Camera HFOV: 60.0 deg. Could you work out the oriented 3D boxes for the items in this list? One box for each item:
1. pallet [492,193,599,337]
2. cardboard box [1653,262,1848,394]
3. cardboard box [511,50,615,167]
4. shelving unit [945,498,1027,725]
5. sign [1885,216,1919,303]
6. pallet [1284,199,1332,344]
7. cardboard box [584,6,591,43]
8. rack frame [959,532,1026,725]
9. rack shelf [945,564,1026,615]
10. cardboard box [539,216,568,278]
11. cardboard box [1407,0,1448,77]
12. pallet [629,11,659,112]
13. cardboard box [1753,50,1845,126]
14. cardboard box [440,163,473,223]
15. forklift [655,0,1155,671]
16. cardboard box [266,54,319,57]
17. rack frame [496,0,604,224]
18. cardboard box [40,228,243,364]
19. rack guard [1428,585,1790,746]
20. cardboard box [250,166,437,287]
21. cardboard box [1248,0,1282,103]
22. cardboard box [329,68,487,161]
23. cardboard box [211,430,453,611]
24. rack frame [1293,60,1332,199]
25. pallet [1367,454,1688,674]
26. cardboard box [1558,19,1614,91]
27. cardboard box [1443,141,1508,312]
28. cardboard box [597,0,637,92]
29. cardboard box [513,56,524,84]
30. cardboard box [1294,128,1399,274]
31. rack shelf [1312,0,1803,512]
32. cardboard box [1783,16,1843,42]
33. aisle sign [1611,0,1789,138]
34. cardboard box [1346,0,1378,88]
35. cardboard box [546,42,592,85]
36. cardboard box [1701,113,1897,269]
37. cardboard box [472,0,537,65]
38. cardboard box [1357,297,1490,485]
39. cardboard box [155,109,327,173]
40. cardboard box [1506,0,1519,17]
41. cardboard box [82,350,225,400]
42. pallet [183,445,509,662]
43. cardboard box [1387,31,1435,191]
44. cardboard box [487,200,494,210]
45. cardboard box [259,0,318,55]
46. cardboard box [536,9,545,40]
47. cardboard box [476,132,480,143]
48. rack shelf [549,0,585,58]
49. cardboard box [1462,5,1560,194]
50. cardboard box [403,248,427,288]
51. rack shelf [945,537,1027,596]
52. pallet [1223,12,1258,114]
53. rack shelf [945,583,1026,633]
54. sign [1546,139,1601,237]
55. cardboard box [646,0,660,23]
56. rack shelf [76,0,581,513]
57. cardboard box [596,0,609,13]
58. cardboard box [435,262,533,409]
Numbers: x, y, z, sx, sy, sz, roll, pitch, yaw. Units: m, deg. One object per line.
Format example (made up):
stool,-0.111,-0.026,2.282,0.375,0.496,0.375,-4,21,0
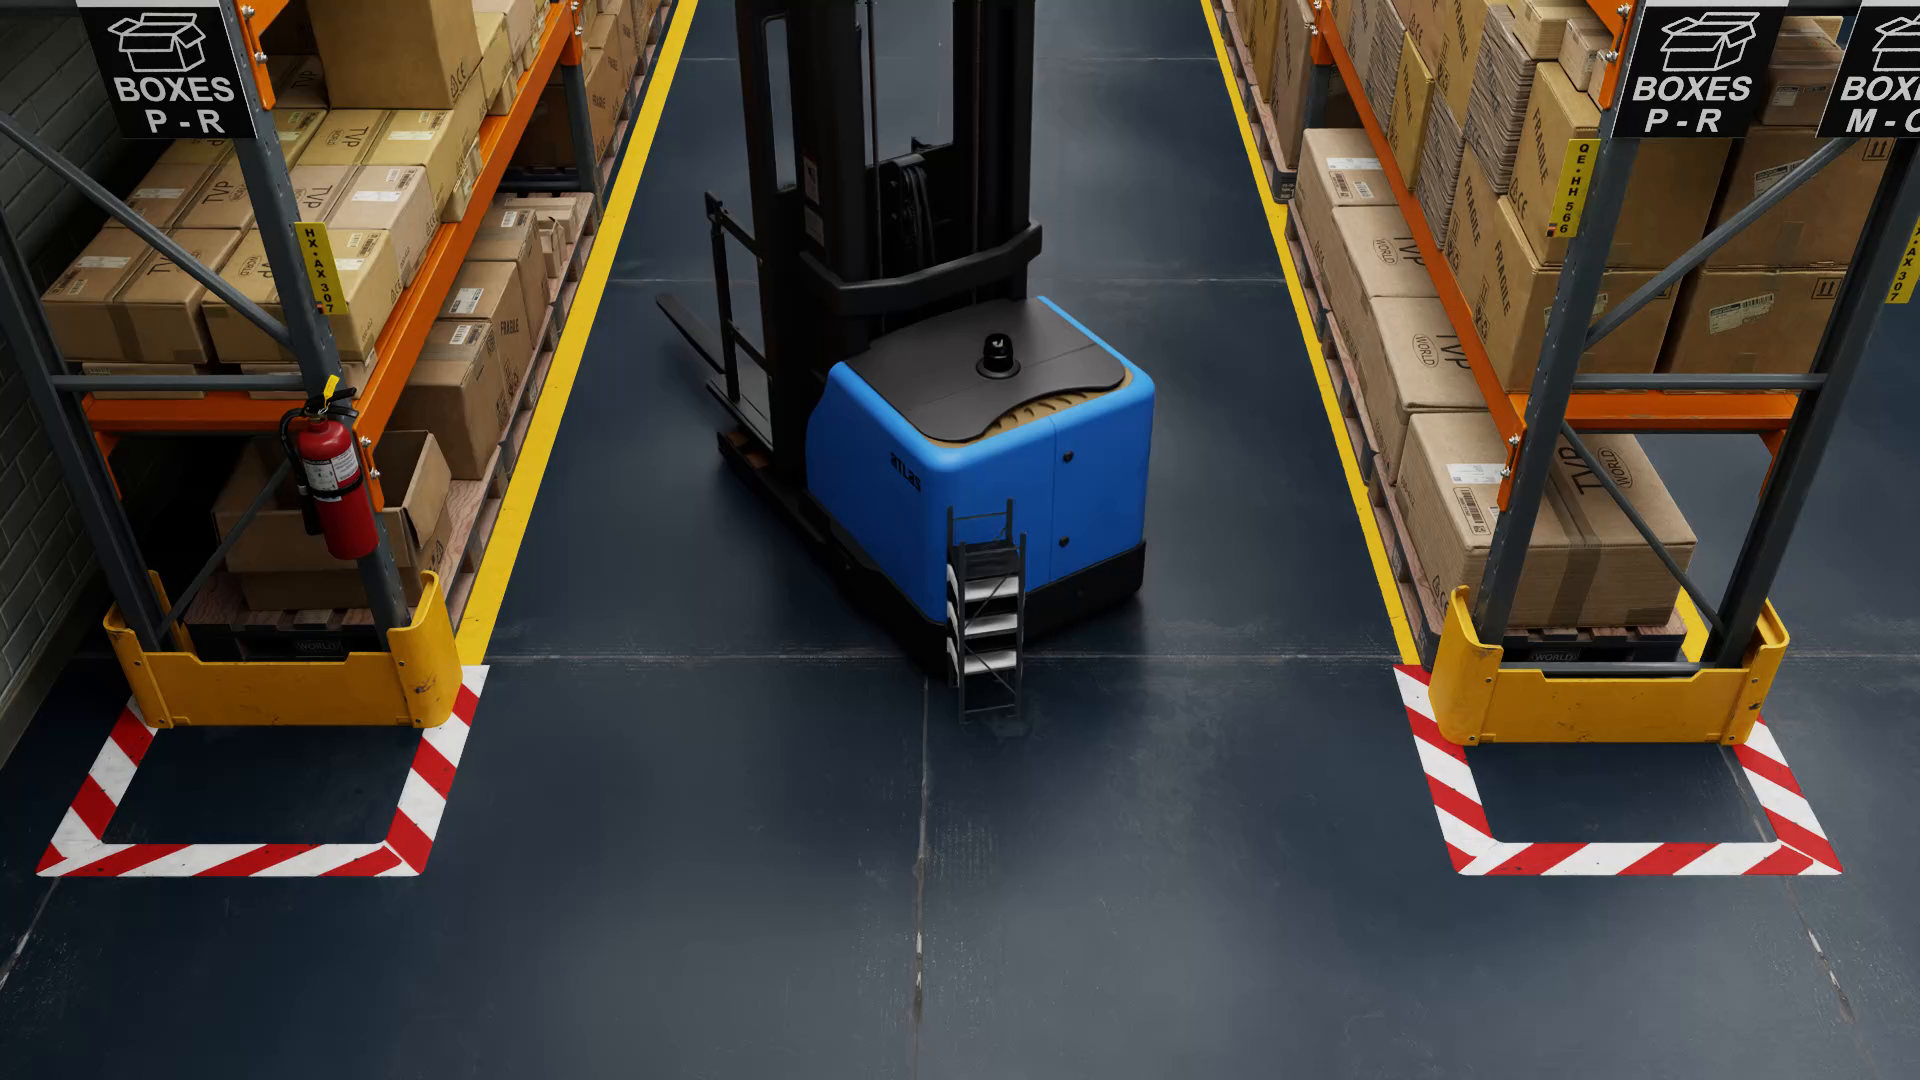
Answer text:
pallet,-2.554,-1.495,8.947,1.003,0.211,1.213,0,39,0
cardboard box,2.701,-0.857,5.841,0.500,0.500,0.500,0,39,0
cardboard box,-2.329,-2.504,9.639,0.500,0.500,0.500,2,39,2
shelving unit,0.092,0.279,6.182,0.258,0.900,0.210,-8,39,-9
sign,2.970,-0.883,5.197,0.100,0.325,0.005,0,39,0
pallet,2.333,-1.455,8.897,1.003,0.211,1.213,0,39,0
cardboard box,-2.377,-3.013,9.755,0.380,0.149,0.250,-2,39,-2
rack frame,0.114,0.341,6.104,0.240,0.900,0.006,-8,39,-9
rack shelf,0.093,0.165,6.090,0.258,0.077,0.200,-8,39,-9
cardboard box,-2.259,-1.538,8.622,0.396,0.266,0.258,1,39,2
cardboard box,2.150,-2.198,6.715,0.500,0.500,0.500,0,39,0
pallet,-2.597,-3.198,11.072,1.003,0.211,1.213,0,39,0
cardboard box,2.691,-1.422,5.227,0.380,0.149,0.250,1,39,1
cardboard box,-2.227,-1.425,6.830,0.380,0.149,0.250,-1,39,-1
forklift,-0.455,-1.524,6.808,1.130,2.935,3.031,-22,44,-25
cardboard box,-2.817,-2.124,7.384,0.500,0.250,0.500,1,39,1
rack frame,-2.554,-3.013,8.611,1.000,3.000,0.127,0,39,0
cardboard box,-2.815,-0.857,5.802,0.500,0.250,0.500,1,39,1
rack guard,2.415,0.473,6.260,1.175,0.500,0.348,0,39,0
cardboard box,-2.281,-1.168,6.191,0.500,0.250,0.500,0,39,0
cardboard box,2.320,-3.306,10.340,0.875,0.875,0.875,1,39,1
cardboard box,-2.307,-1.805,6.986,0.500,0.250,0.500,-1,39,-1
cardboard box,-2.455,-0.084,6.616,0.797,0.503,0.637,-1,39,-2
rack frame,2.410,-3.019,8.618,1.000,3.000,0.127,0,39,0
pallet,2.335,0.071,6.993,1.003,0.211,1.213,0,39,0
cardboard box,2.190,-1.583,5.428,0.380,0.149,0.250,1,39,1
cardboard box,2.164,-1.172,6.234,0.500,0.500,0.500,-1,39,-1
cardboard box,-2.336,-3.149,10.444,0.500,0.500,0.500,-1,39,-1
cardboard box,-2.281,-2.226,7.830,0.380,0.149,0.250,1,39,1
cardboard box,2.303,-1.790,8.798,0.875,0.438,0.875,-1,39,-1
rack shelf,2.412,-1.487,7.283,1.077,0.370,4.000,0,39,0
cardboard box,2.734,-1.748,5.635,0.380,0.149,0.250,1,39,1
aisle sign,2.105,-1.487,4.628,0.394,0.787,0.004,0,39,0
cardboard box,2.145,-2.450,7.828,0.500,0.500,0.500,0,39,0
cardboard box,-2.288,-2.679,9.339,0.380,0.149,0.250,2,39,2
cardboard box,2.699,-1.247,5.528,0.500,0.500,0.500,-1,39,-1
cardboard box,-2.294,-2.439,7.777,0.500,0.250,0.500,0,39,0
cardboard box,2.304,-0.666,7.396,0.875,0.438,0.875,1,39,1
cardboard box,-2.810,-1.489,6.591,0.500,0.250,0.500,1,39,1
cardboard box,2.146,-1.902,5.826,0.380,0.149,0.250,1,39,1
cardboard box,-2.818,-0.621,5.827,0.380,0.149,0.250,0,39,-1
pallet,-2.551,0.031,7.043,1.003,0.211,1.213,0,39,0
cardboard box,2.140,-1.816,7.038,0.500,0.500,0.500,1,39,1
cardboard box,-2.789,-1.714,8.805,0.500,0.311,0.500,1,39,2
cardboard box,-2.818,-2.432,7.168,0.500,0.500,0.500,-1,39,-1
cardboard box,-2.279,-2.553,8.238,0.380,0.149,0.250,1,39,1
cardboard box,-2.317,-1.751,7.237,0.380,0.149,0.250,0,39,0
rack shelf,-2.556,-3.983,10.397,1.077,0.370,4.000,0,39,0
cardboard box,2.146,-1.575,5.937,0.500,0.500,0.500,0,39,0
cardboard box,-2.296,-1.101,6.426,0.380,0.149,0.250,1,39,1
rack shelf,0.093,0.094,6.033,0.258,0.077,0.200,-8,39,-9
pallet,2.329,-3.178,11.047,1.003,0.211,1.213,0,39,0
rack shelf,0.093,0.235,6.146,0.258,0.077,0.200,-8,39,-9
sign,1.872,-1.070,5.071,0.100,0.325,0.005,0,39,0
cardboard box,-2.350,-3.798,11.254,0.500,0.500,0.500,2,39,2
rack shelf,-2.551,-1.481,7.275,1.077,0.370,4.000,0,39,0
cardboard box,-2.354,-3.340,10.164,0.380,0.149,0.250,0,39,0
cardboard box,-2.318,-0.948,7.697,0.500,0.500,0.500,1,39,1
